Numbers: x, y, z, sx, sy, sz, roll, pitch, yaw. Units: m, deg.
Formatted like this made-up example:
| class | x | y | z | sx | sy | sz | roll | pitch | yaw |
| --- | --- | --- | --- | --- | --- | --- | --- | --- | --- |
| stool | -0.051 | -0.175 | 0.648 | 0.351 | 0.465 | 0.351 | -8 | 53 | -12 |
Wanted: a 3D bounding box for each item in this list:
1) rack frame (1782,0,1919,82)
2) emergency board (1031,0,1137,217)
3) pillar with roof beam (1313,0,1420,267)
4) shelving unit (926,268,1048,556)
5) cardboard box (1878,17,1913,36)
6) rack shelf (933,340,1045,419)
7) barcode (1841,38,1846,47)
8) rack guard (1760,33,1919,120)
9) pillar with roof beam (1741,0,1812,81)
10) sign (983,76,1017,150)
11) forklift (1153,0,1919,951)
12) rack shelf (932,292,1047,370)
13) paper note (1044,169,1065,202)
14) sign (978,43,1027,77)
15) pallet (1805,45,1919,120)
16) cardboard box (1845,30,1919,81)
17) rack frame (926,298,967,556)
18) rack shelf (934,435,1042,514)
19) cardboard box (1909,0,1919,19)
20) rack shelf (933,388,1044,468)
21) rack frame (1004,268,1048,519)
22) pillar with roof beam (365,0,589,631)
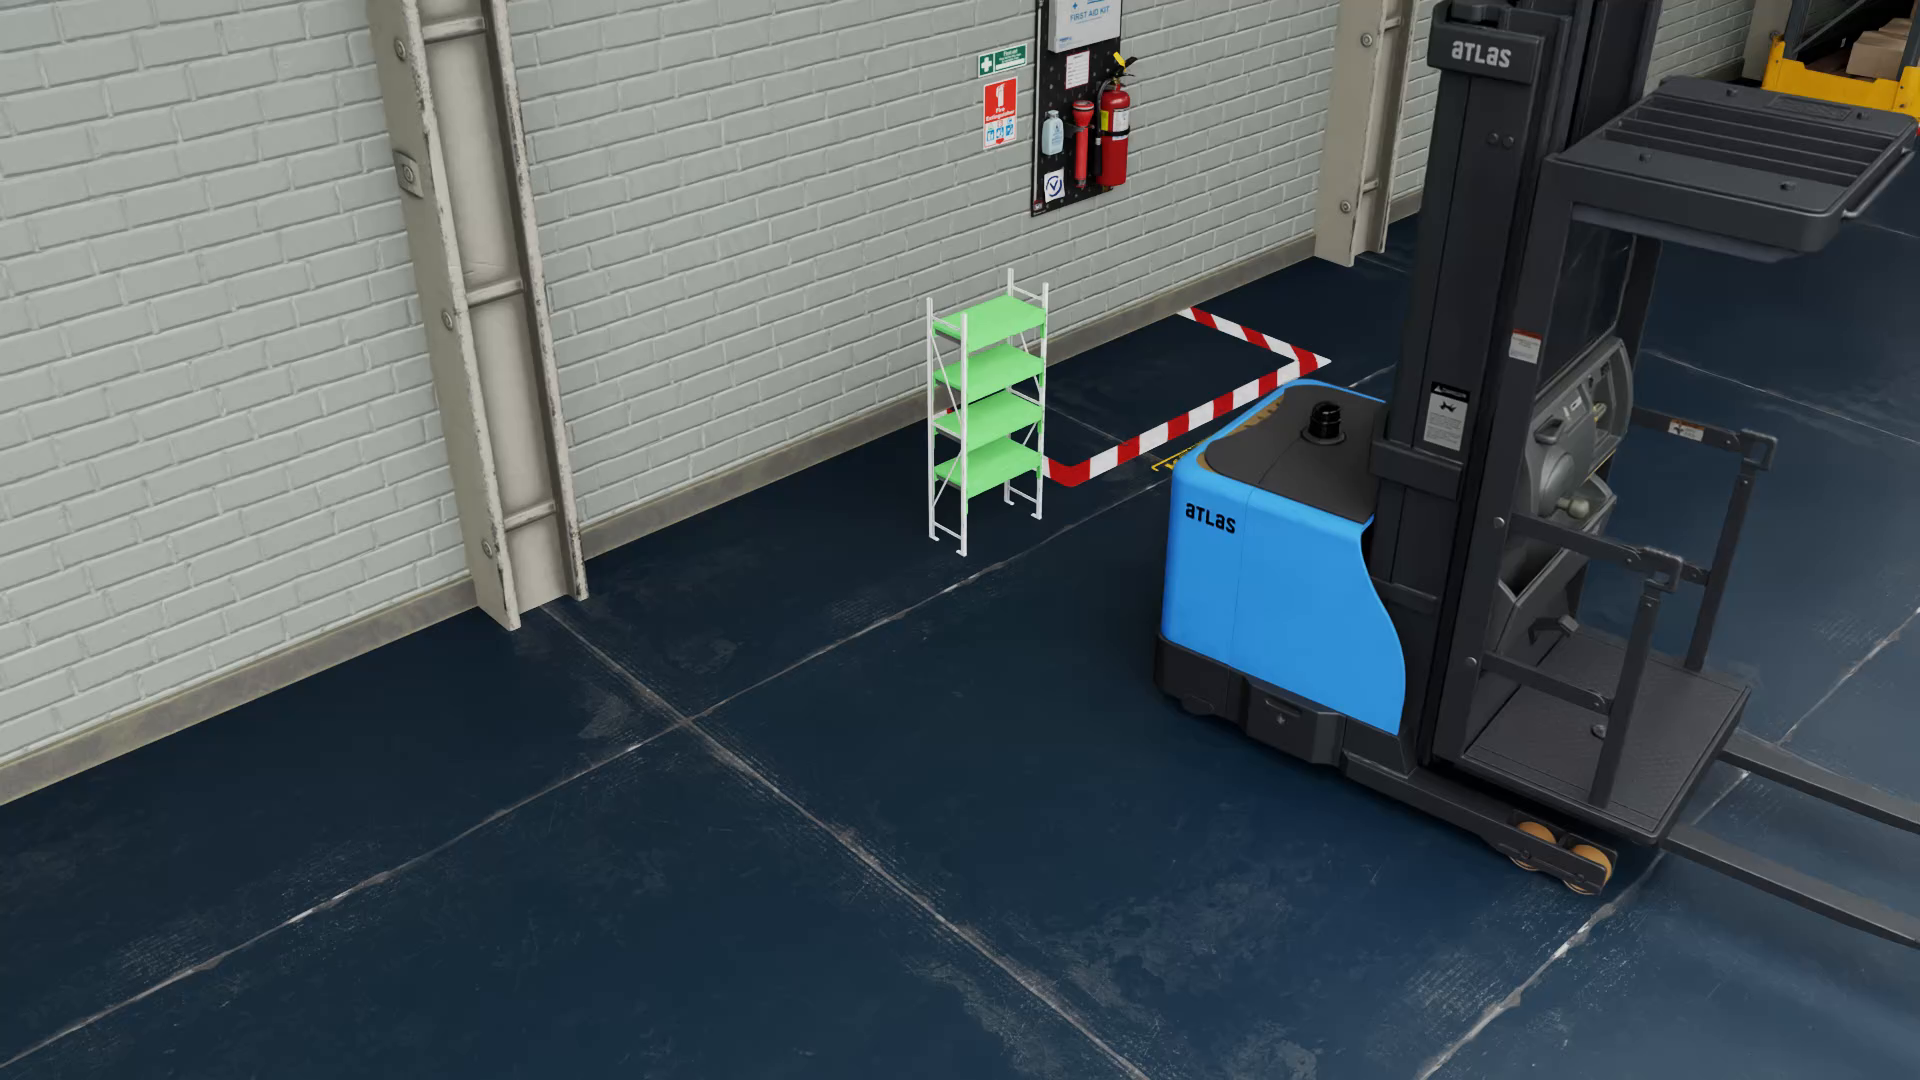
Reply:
| class | x | y | z | sx | sy | sz | roll | pitch | yaw |
| --- | --- | --- | --- | --- | --- | --- | --- | --- | --- |
| rack frame | 6.990 | -4.695 | 12.553 | 0.127 | 3.000 | 1.000 | -26 | 40 | -35 |
| emergency board | 0.678 | -2.284 | 8.610 | 0.643 | 1.169 | 0.194 | -26 | 40 | -35 |
| pillar with roof beam | 5.443 | -4.059 | 5.762 | 0.400 | 9.000 | 9.100 | -26 | 40 | -35 |
| shelving unit | 0.121 | -0.571 | 7.533 | 0.503 | 1.200 | 0.258 | -26 | 40 | -35 |
| cardboard box | 7.977 | -4.149 | 13.816 | 0.500 | 0.311 | 0.500 | -22 | 38 | -32 |
| rack shelf | 0.121 | -0.721 | 7.441 | 0.480 | 0.148 | 0.258 | -26 | 40 | -35 |
| barcode | 7.300 | -4.110 | 13.743 | 0.075 | 0.075 | 0.001 | -26 | 40 | -35 |
| rack guard | 7.046 | -3.656 | 13.249 | 0.348 | 0.500 | 1.175 | -26 | 40 | -35 |
| pillar with roof beam | 9.842 | -6.187 | 9.242 | 0.400 | 9.000 | 9.100 | -26 | 40 | -35 |
| sign | 0.202 | -2.143 | 8.345 | 0.234 | 0.329 | 0.001 | -26 | 40 | -35 |
| forklift | 2.248 | -0.341 | 5.499 | 3.031 | 2.935 | 1.130 | 22 | 38 | 32 |
| rack shelf | 0.121 | -0.926 | 7.316 | 0.480 | 0.148 | 0.258 | -26 | 40 | -35 |
| paper note | 0.501 | -1.872 | 8.781 | 0.142 | 0.148 | 0.016 | -26 | 40 | -35 |
| sign | 0.211 | -2.367 | 8.204 | 0.331 | 0.109 | 0.001 | -26 | 40 | -35 |
| pallet | 7.666 | -3.807 | 13.774 | 1.213 | 0.211 | 1.003 | -26 | 40 | -35 |
| cardboard box | 7.559 | -3.947 | 13.485 | 0.500 | 0.311 | 0.500 | 24 | 39 | 34 |
| rack frame | -0.058 | -0.484 | 7.391 | 0.015 | 1.200 | 0.240 | -26 | 40 | -35 |
| rack shelf | 0.121 | -0.311 | 7.692 | 0.480 | 0.148 | 0.258 | -26 | 40 | -35 |
| cardboard box | 8.549 | -4.471 | 14.161 | 0.700 | 0.500 | 0.500 | 26 | 40 | 36 |
| rack shelf | 0.121 | -0.516 | 7.566 | 0.480 | 0.148 | 0.258 | -26 | 40 | -35 |
| rack frame | 0.300 | -0.657 | 7.675 | 0.015 | 1.200 | 0.240 | -26 | 40 | -35 |
| pillar with roof beam | 1.043 | -1.931 | 2.281 | 0.400 | 9.000 | 9.100 | -26 | 40 | -35 |
